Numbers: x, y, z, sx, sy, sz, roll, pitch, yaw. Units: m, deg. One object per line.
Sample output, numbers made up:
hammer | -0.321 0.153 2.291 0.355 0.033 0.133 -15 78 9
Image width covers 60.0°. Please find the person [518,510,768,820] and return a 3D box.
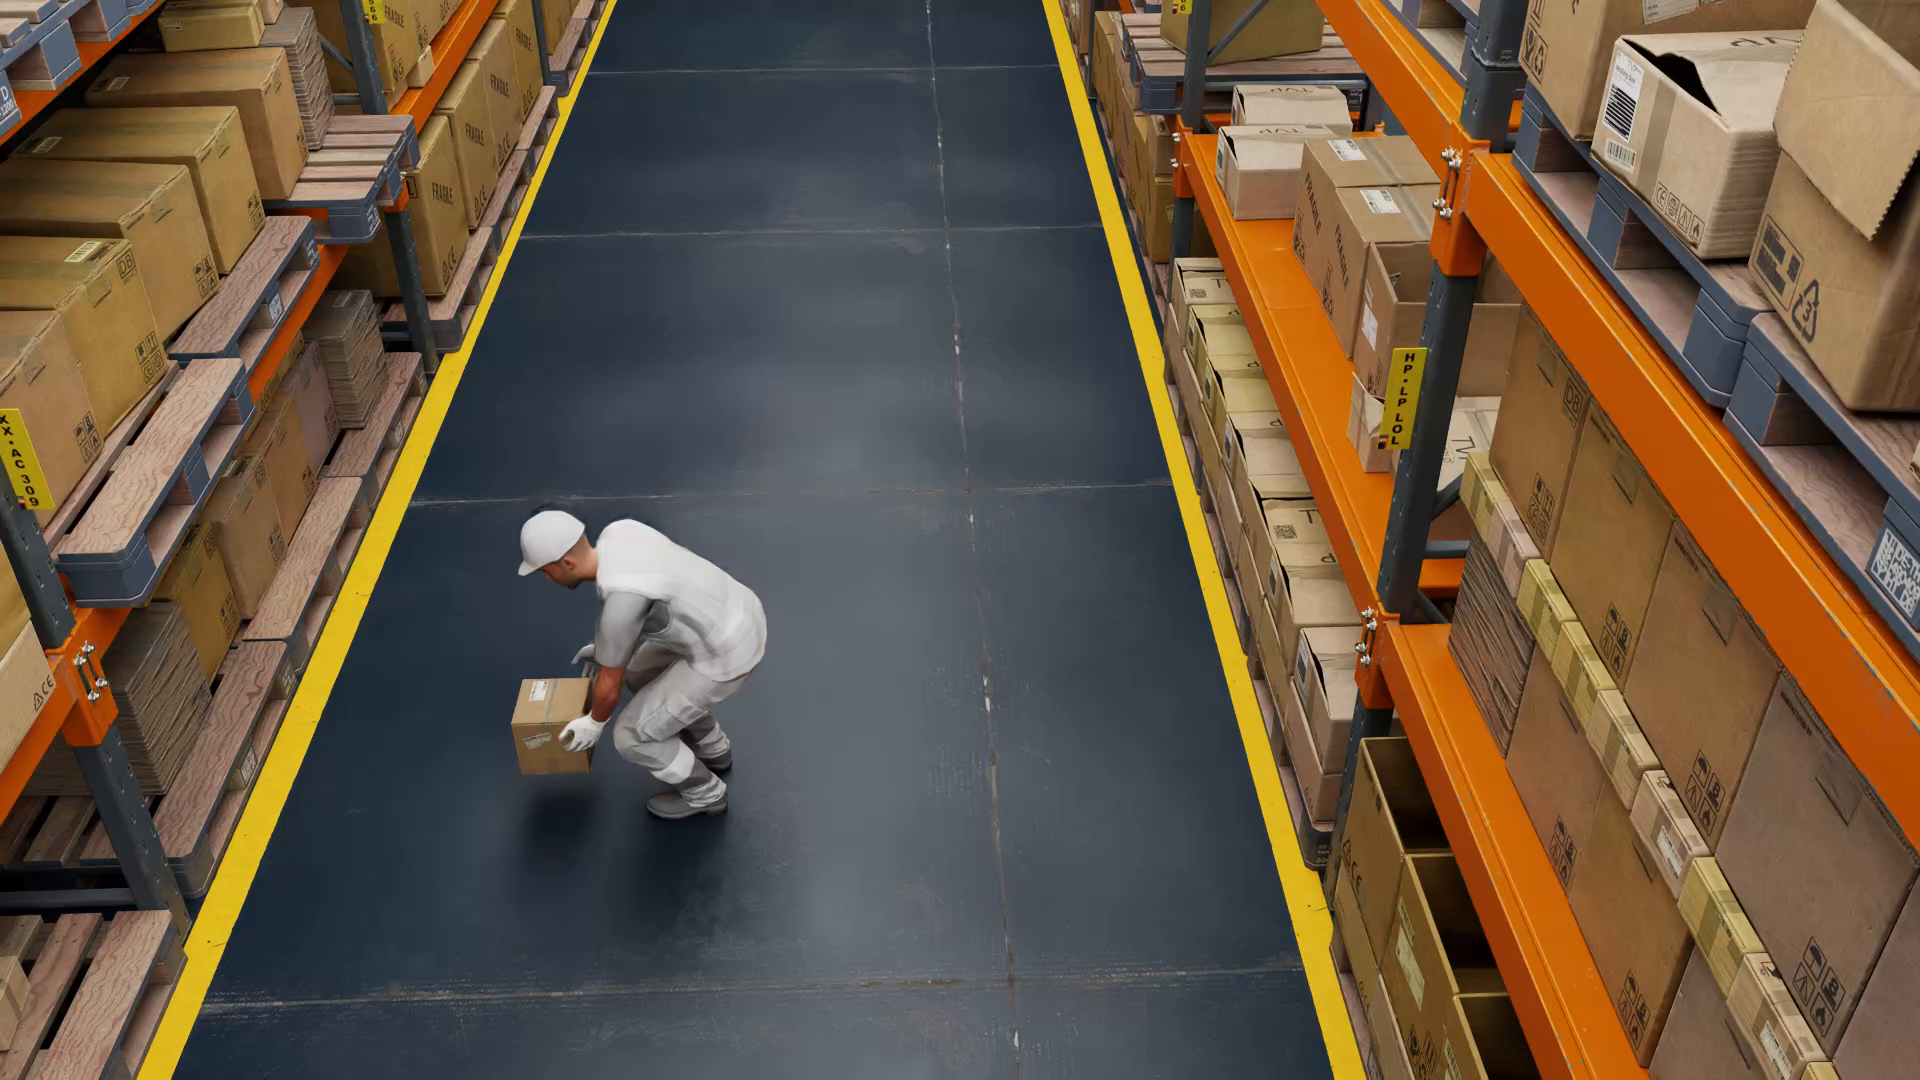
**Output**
person | -1.095 0.434 5.936 0.816 1.295 0.585 -2 35 -2
